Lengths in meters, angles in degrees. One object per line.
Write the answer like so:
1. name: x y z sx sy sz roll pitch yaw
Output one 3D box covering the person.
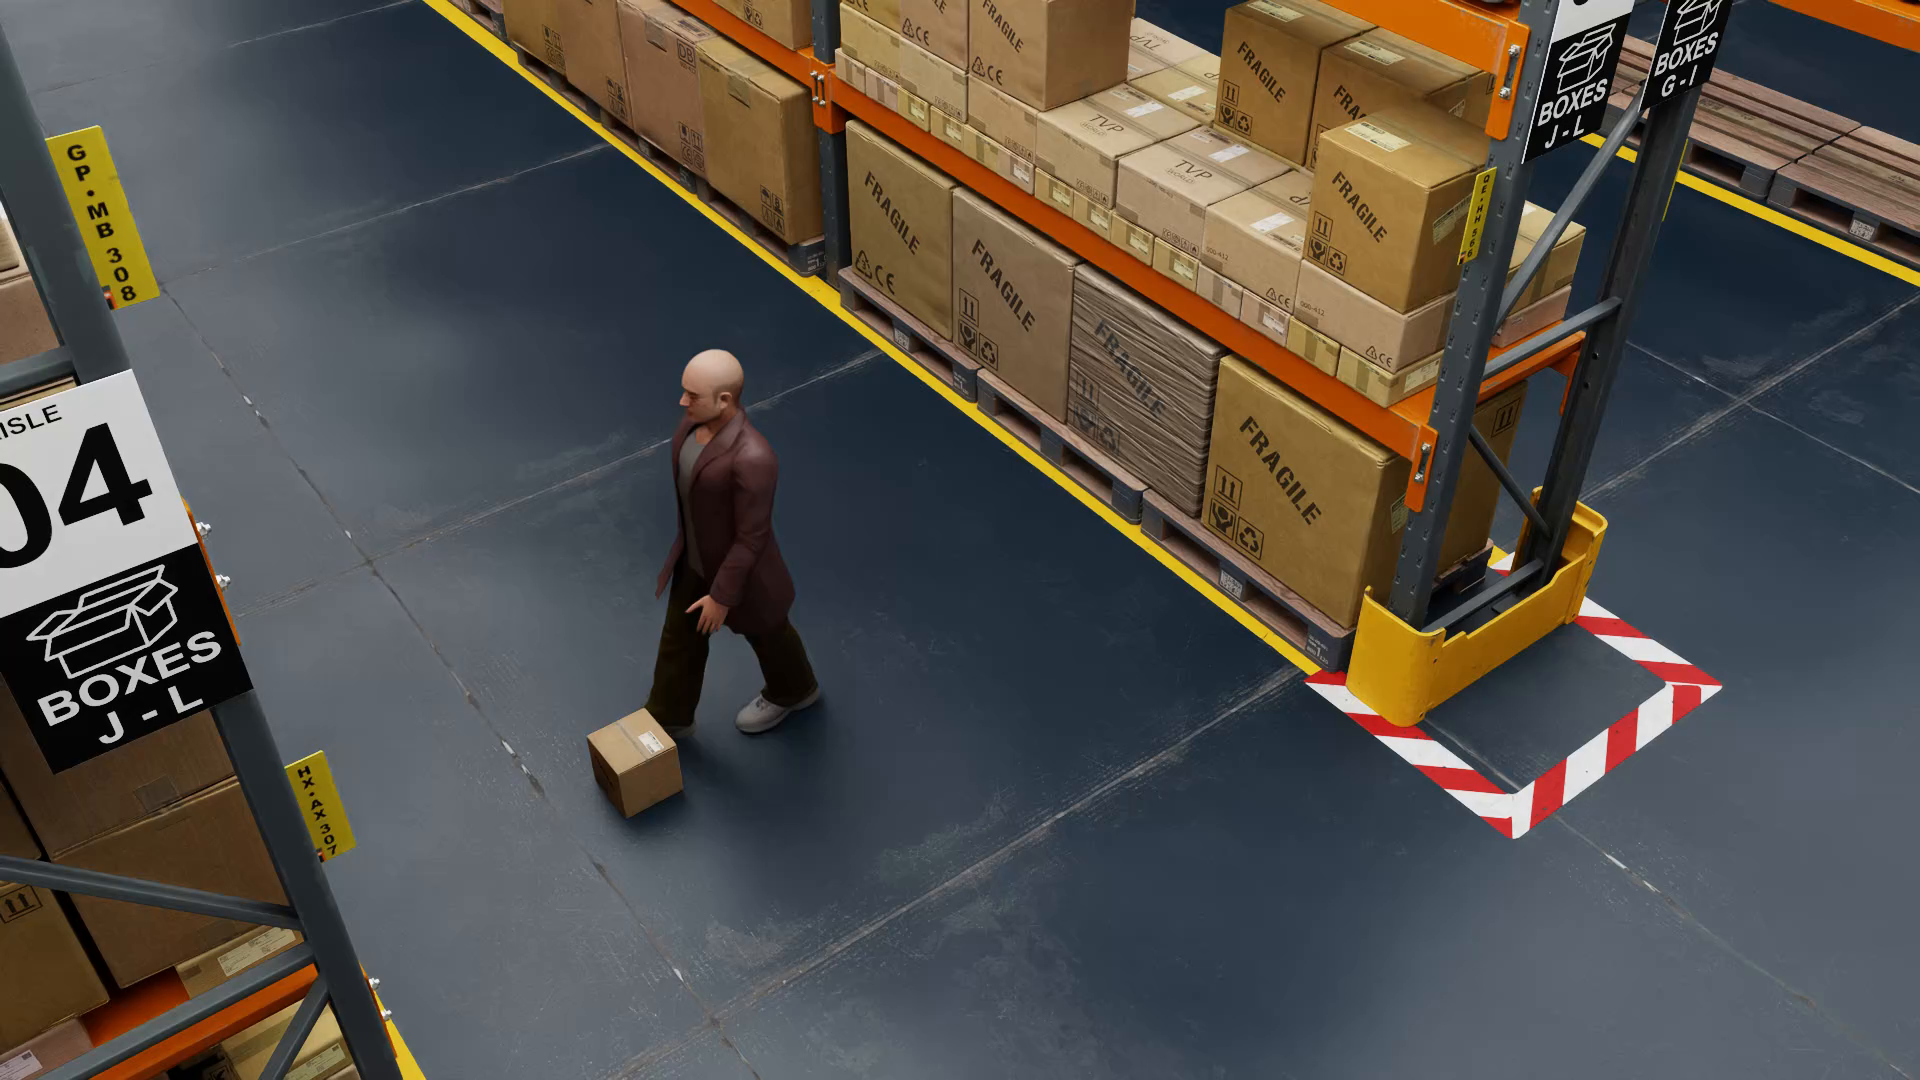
1. person: -0.931 0.106 6.020 0.858 1.765 0.596 -27 47 -28
